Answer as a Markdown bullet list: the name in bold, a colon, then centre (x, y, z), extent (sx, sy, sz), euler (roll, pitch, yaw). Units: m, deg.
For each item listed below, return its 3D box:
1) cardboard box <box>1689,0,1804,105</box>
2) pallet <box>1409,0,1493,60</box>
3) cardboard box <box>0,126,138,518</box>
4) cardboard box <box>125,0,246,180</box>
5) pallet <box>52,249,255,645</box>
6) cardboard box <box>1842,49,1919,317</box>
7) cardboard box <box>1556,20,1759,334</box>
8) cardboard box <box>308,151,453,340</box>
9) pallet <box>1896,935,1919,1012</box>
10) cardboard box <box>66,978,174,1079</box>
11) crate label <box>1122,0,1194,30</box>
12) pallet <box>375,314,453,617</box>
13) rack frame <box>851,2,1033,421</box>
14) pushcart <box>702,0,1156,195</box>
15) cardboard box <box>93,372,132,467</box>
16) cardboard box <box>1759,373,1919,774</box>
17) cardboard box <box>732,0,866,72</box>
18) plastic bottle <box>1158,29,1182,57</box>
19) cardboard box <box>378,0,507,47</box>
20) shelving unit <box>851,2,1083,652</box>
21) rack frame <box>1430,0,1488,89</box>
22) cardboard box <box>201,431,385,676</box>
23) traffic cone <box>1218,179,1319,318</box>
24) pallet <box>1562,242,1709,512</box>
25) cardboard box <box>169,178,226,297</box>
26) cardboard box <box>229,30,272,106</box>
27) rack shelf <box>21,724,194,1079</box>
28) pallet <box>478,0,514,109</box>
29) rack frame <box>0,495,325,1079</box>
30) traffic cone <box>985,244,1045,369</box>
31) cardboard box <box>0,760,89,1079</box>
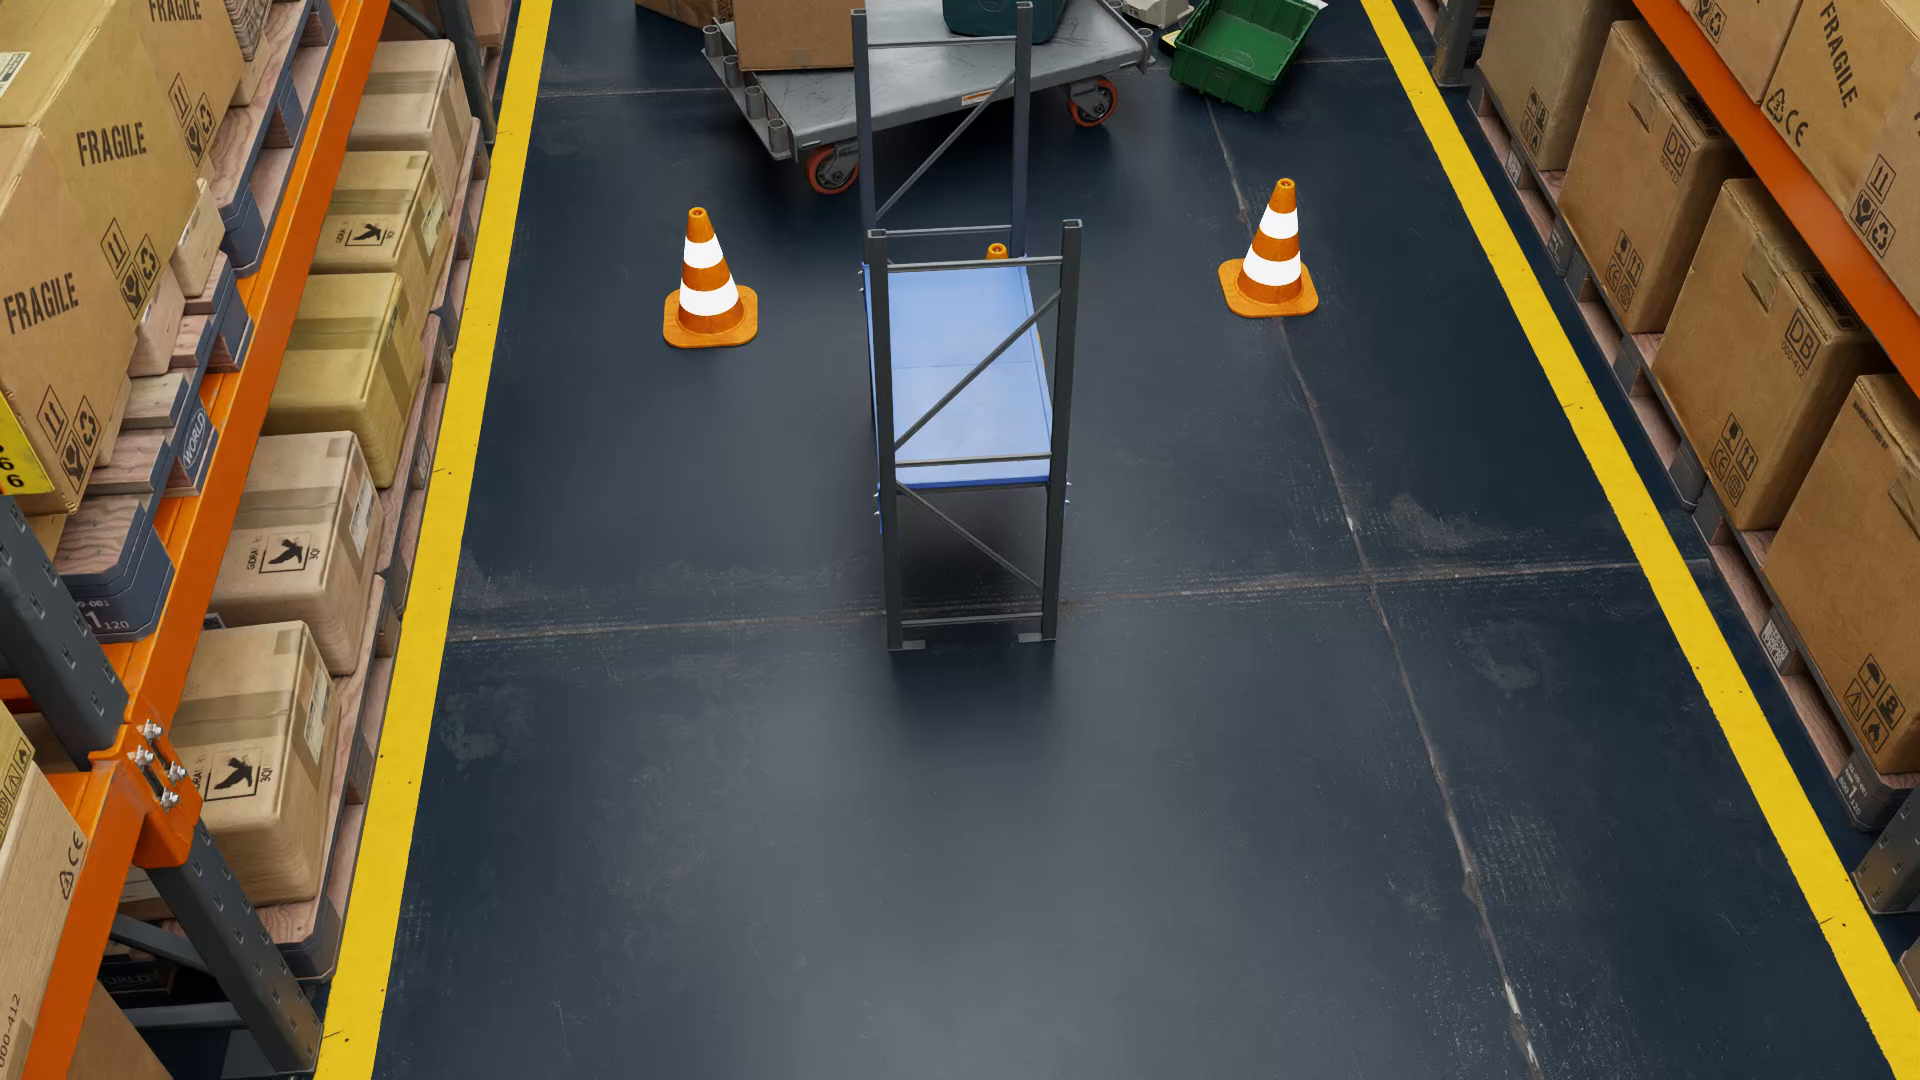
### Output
- **cardboard box**: centre (2.426, -1.564, 4.597), extent (0.500, 0.500, 0.500), euler (-3, 47, -3)
- **pallet**: centre (2.540, -2.617, 7.584), extent (1.003, 0.211, 1.213), euler (-3, 47, -3)
- **cardboard box**: centre (-1.871, -0.374, 2.975), extent (0.500, 0.500, 0.500), euler (-5, 47, -4)
- **cardboard box**: centre (-1.972, -1.134, 3.696), extent (0.500, 0.500, 0.500), euler (-3, 47, -3)
- **pallet**: centre (-2.229, -0.197, 3.502), extent (1.213, 0.211, 1.003), euler (-3, 47, -3)
- **cardboard box**: centre (2.515, -0.832, 3.903), extent (0.500, 0.500, 0.500), euler (-3, 47, -3)
- **cardboard box**: centre (2.744, -1.250, 5.628), extent (1.050, 0.750, 0.750), euler (-3, 47, -3)
- **cardboard box**: centre (-2.289, -0.989, 5.641), extent (0.950, 0.372, 0.625), euler (-1, 47, -1)
- **pallet**: centre (2.925, 1.397, 3.782), extent (1.003, 0.211, 1.213), euler (-3, 47, -3)
- **cardboard box**: centre (-2.089, 1.338, 3.091), extent (0.875, 0.875, 0.875), euler (-4, 47, -4)
- **crate label**: centre (0.873, -2.423, 7.451), extent (0.298, 0.136, 0.250), euler (-36, 56, -29)
- **pallet**: centre (-2.227, -0.241, 5.332), extent (1.003, 0.211, 1.213), euler (-3, 47, -3)
- **rack frame**: centre (-0.050, -0.945, 5.112), extent (0.500, 1.500, 0.032), euler (-3, 47, -3)
- **pushcart**: centre (-0.131, -1.920, 6.809), extent (1.648, 0.377, 0.936), euler (-19, 49, -17)
- **cardboard box**: centre (-1.896, -0.264, 3.318), extent (0.380, 0.149, 0.250), euler (-6, 47, -6)
- **cardboard box**: centre (2.899, 0.056, 4.391), extent (1.050, 0.750, 0.750), euler (-4, 47, -4)
- **cardboard box**: centre (-0.627, -2.178, 6.447), extent (0.500, 0.500, 0.500), euler (-3, 47, -3)
- **plastic bottle**: centre (0.999, -2.119, 7.215), extent (0.133, 0.061, 0.283), euler (-27, 52, -23)
- **cardboard box**: centre (-2.179, -2.290, 6.957), extent (0.500, 0.250, 0.500), euler (-5, 47, -5)
- **shelving unit**: centre (-0.007, -0.577, 4.764), extent (0.538, 1.500, 1.048), euler (-3, 47, -3)
- **rack frame**: centre (2.526, -3.021, 6.046), extent (1.000, 3.000, 0.127), euler (-3, 47, -3)
- **cardboard box**: centre (-2.171, 0.063, 4.645), extent (0.950, 0.372, 0.625), euler (-4, 47, -4)
- **traffic cone**: centre (1.133, -1.087, 5.961), extent (0.336, 0.463, 0.334), euler (-3, 47, -3)
- **pallet**: centre (2.771, -0.624, 5.696), extent (1.003, 0.211, 1.213), euler (-3, 47, -3)
- **cardboard box**: centre (-1.875, -0.665, 3.698), extent (0.380, 0.149, 0.250), euler (-3, 47, -3)
- **cardboard box**: centre (-1.993, -1.230, 4.233), extent (0.380, 0.149, 0.250), euler (-2, 47, -2)
- **rack shelf**: centre (-1.896, 1.941, 1.841), extent (1.077, 0.370, 4.000), euler (-3, 47, -3)
- **pallet**: centre (-2.490, -2.172, 7.162), extent (1.003, 0.211, 1.213), euler (-3, 47, -3)
- **rack frame**: centre (-2.064, 0.247, 2.950), extent (1.000, 3.000, 0.127), euler (-3, 47, -3)
- **traffic cone**: centre (0.121, -0.814, 5.702), extent (0.336, 0.463, 0.334), euler (-3, 47, -3)
- **cardboard box**: centre (-1.763, 0.648, 2.673), extent (0.500, 0.250, 0.500), euler (-5, 47, -5)
